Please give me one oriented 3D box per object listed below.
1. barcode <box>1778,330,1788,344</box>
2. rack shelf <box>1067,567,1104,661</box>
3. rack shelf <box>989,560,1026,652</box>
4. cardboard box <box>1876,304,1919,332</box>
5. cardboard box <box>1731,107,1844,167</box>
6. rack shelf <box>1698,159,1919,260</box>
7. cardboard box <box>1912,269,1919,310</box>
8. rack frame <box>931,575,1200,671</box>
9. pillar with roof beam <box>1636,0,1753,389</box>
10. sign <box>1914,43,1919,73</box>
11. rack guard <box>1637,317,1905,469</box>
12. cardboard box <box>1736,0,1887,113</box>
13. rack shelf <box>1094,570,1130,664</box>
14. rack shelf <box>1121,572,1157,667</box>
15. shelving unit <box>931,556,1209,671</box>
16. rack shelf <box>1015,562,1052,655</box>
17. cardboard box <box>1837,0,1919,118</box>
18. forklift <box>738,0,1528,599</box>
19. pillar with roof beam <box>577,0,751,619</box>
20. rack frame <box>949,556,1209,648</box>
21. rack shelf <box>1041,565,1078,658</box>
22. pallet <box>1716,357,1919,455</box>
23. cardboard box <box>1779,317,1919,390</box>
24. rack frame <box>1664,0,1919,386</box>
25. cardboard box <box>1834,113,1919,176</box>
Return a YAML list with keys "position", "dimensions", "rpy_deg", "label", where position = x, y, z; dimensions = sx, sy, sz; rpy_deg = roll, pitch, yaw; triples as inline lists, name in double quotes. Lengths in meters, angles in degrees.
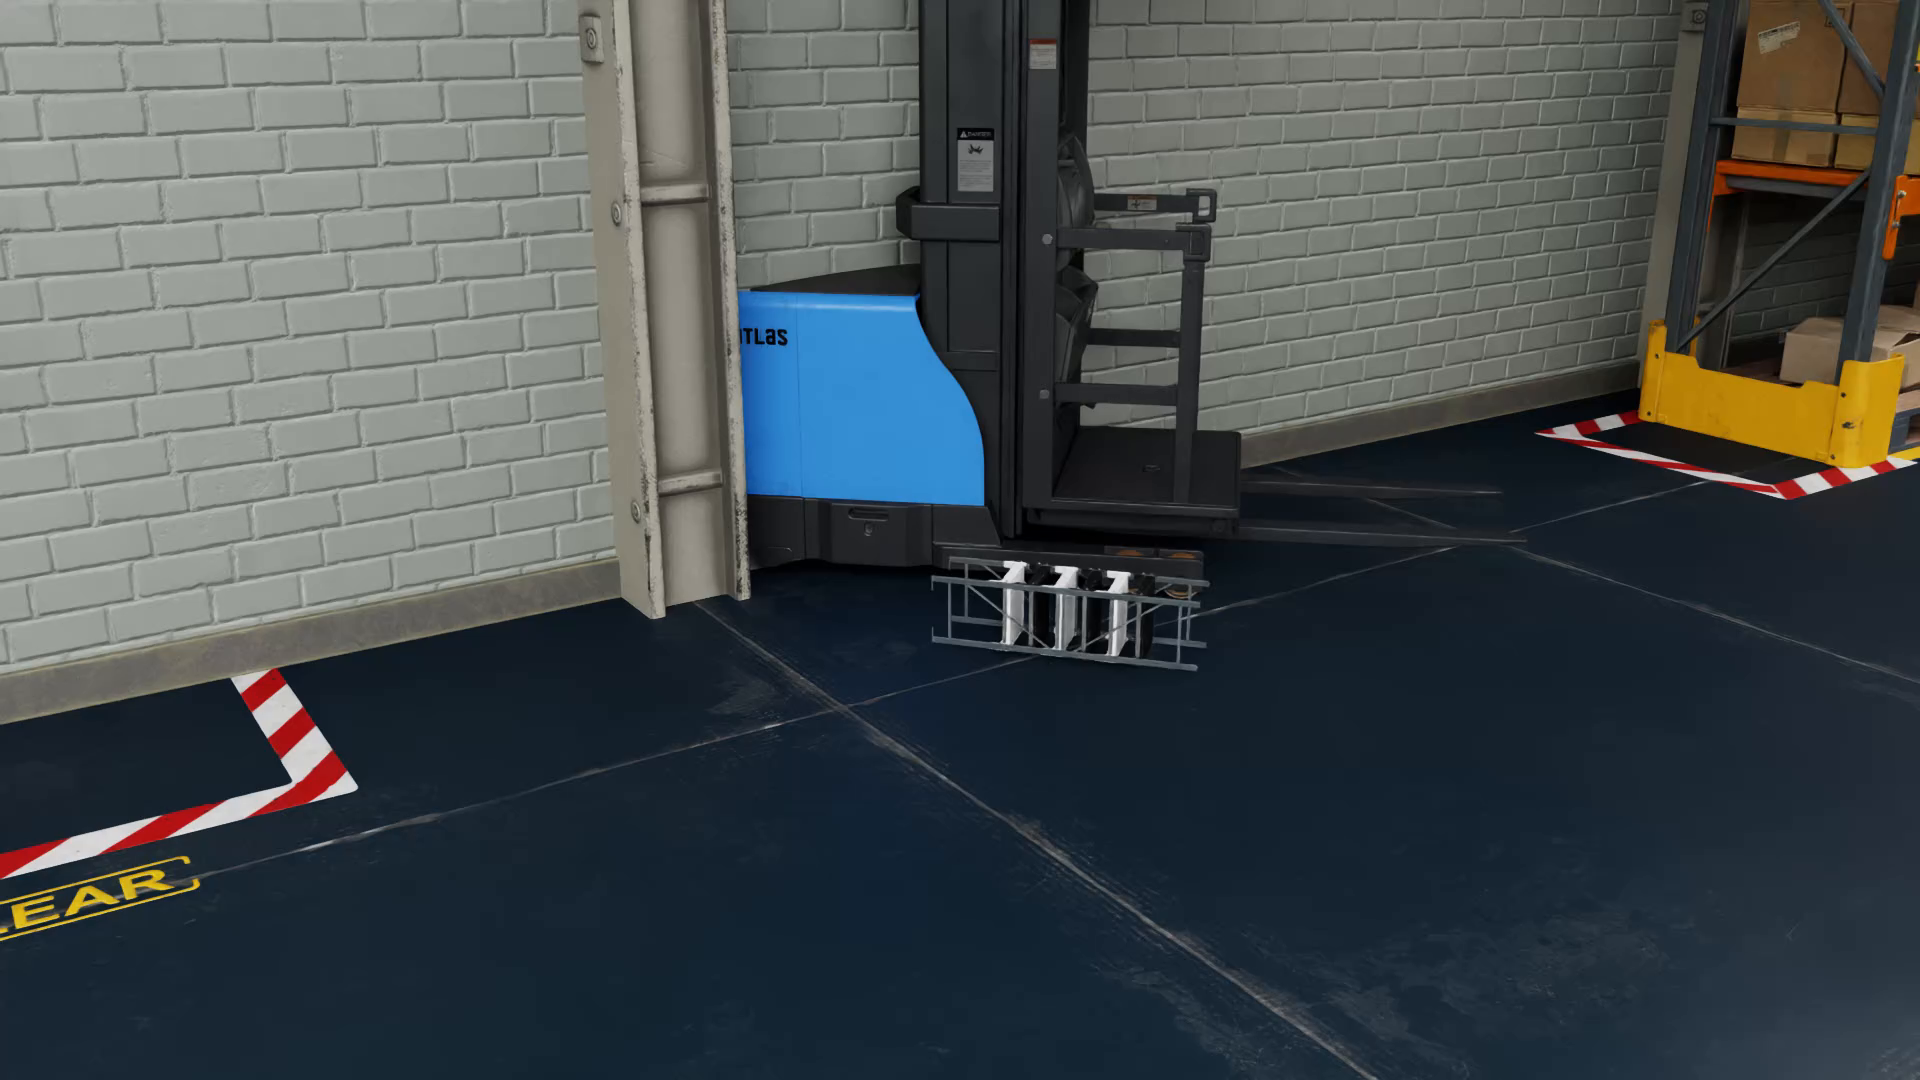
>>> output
- position: [4.310, -1.064, 8.706]
  dimensions: [0.075, 0.075, 0.001]
  rpy_deg: [-12, 22, -31]
  label: "barcode"
- position: [0.420, 0.246, 5.558]
  dimensions: [0.077, 0.258, 0.200]
  rpy_deg: [5, 19, 15]
  label: "rack shelf"
- position: [0.161, 0.222, 5.630]
  dimensions: [0.077, 0.258, 0.200]
  rpy_deg: [5, 19, 15]
  label: "rack shelf"
- position: [4.991, -1.050, 8.679]
  dimensions: [0.500, 0.311, 0.500]
  rpy_deg: [-10, 21, -27]
  label: "cardboard box"
- position: [4.171, -1.990, 8.150]
  dimensions: [0.500, 0.250, 0.500]
  rpy_deg: [-12, 22, -31]
  label: "cardboard box"
- position: [5.558, -1.929, 8.889]
  dimensions: [4.000, 0.370, 1.077]
  rpy_deg: [-12, 22, -31]
  label: "rack shelf"
- position: [5.631, -1.255, 8.991]
  dimensions: [0.500, 0.500, 0.700]
  rpy_deg: [-14, 23, -35]
  label: "cardboard box"
- position: [0.337, 0.272, 5.481]
  dimensions: [0.900, 0.240, 0.006]
  rpy_deg: [5, 19, 15]
  label: "rack frame"
- position: [6.364, -3.962, 4.414]
  dimensions: [0.400, 9.000, 9.100]
  rpy_deg: [-12, 22, -31]
  label: "pillar with roof beam"
- position: [4.186, -2.182, 7.164]
  dimensions: [0.005, 0.325, 0.100]
  rpy_deg: [-12, 22, -31]
  label: "sign"
- position: [3.951, -0.746, 8.172]
  dimensions: [0.348, 0.500, 1.175]
  rpy_deg: [-12, 22, -31]
  label: "rack guard"
- position: [4.164, -2.351, 8.047]
  dimensions: [0.500, 0.500, 0.500]
  rpy_deg: [-12, 22, -32]
  label: "cardboard box"
- position: [0.507, 0.254, 5.534]
  dimensions: [0.077, 0.258, 0.200]
  rpy_deg: [5, 19, 15]
  label: "rack shelf"
- position: [0.593, 0.262, 5.511]
  dimensions: [0.077, 0.258, 0.200]
  rpy_deg: [5, 19, 15]
  label: "rack shelf"
- position: [0.366, 0.241, 5.573]
  dimensions: [0.900, 0.258, 0.210]
  rpy_deg: [5, 19, 15]
  label: "shelving unit"
- position: [0.247, 0.230, 5.606]
  dimensions: [0.077, 0.258, 0.200]
  rpy_deg: [5, 19, 15]
  label: "rack shelf"
- position: [4.451, -2.215, 7.644]
  dimensions: [0.500, 0.500, 0.500]
  rpy_deg: [-12, 22, -31]
  label: "cardboard box"
- position: [0.620, -1.356, 6.178]
  dimensions: [3.031, 2.935, 1.130]
  rpy_deg: [3, 19, 9]
  label: "forklift"
- position: [1.353, -2.905, 1.288]
  dimensions: [0.400, 9.000, 9.100]
  rpy_deg: [-12, 22, -31]
  label: "pillar with roof beam"
- position: [0.394, 0.209, 5.666]
  dimensions: [0.900, 0.240, 0.006]
  rpy_deg: [5, 19, 15]
  label: "rack frame"
- position: [0.334, 0.238, 5.582]
  dimensions: [0.077, 0.258, 0.200]
  rpy_deg: [5, 19, 15]
  label: "rack shelf"
- position: [4.649, -0.743, 8.614]
  dimensions: [1.213, 0.211, 1.003]
  rpy_deg: [-12, 22, -31]
  label: "pallet"
- position: [4.515, -0.950, 8.382]
  dimensions: [0.500, 0.311, 0.500]
  rpy_deg: [-15, 24, -37]
  label: "cardboard box"
- position: [3.887, -1.917, 7.732]
  dimensions: [0.127, 3.000, 1.000]
  rpy_deg: [-12, 22, -31]
  label: "rack frame"
- position: [4.469, -1.857, 7.756]
  dimensions: [0.500, 0.250, 0.500]
  rpy_deg: [-13, 22, -33]
  label: "cardboard box"
